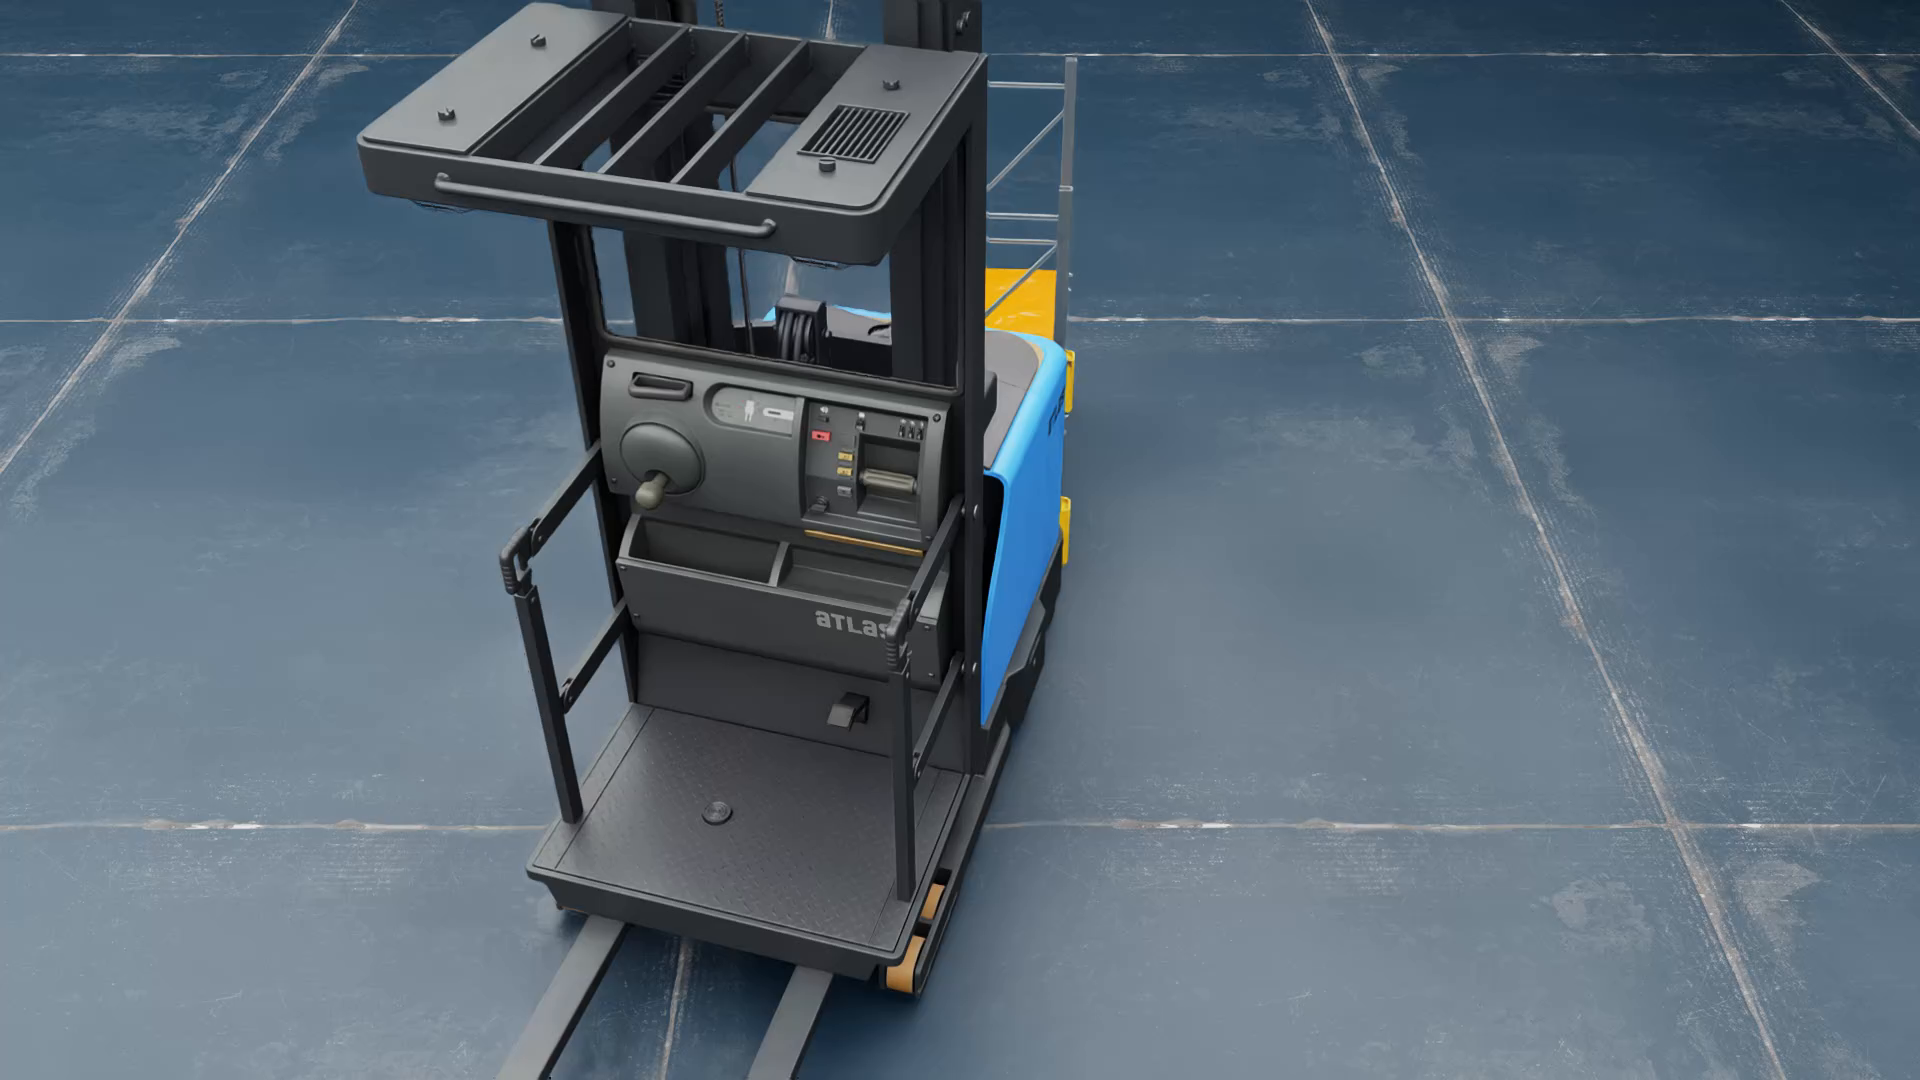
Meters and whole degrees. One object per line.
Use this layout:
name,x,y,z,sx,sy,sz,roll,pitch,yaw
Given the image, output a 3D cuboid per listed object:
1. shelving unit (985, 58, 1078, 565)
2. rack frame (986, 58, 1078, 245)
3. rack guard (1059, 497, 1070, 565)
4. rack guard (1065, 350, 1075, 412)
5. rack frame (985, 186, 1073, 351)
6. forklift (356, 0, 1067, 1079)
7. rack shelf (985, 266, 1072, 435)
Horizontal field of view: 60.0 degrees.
shelving unit,0.140,-0.843,6.102,0.587,1.500,1.083,2,39,3
rack frame,0.176,-1.165,6.505,0.500,1.500,0.032,2,39,3
rack guard,0.106,-0.044,6.105,0.587,0.250,0.087,2,39,3
rack guard,0.175,-0.666,6.881,0.587,0.250,0.087,2,39,3
rack frame,0.106,-0.531,5.713,0.500,1.500,0.032,2,39,3
forklift,-0.545,-0.155,4.099,1.130,2.935,3.031,10,40,13
rack shelf,0.141,-0.708,6.222,0.538,0.185,1.000,2,39,3
